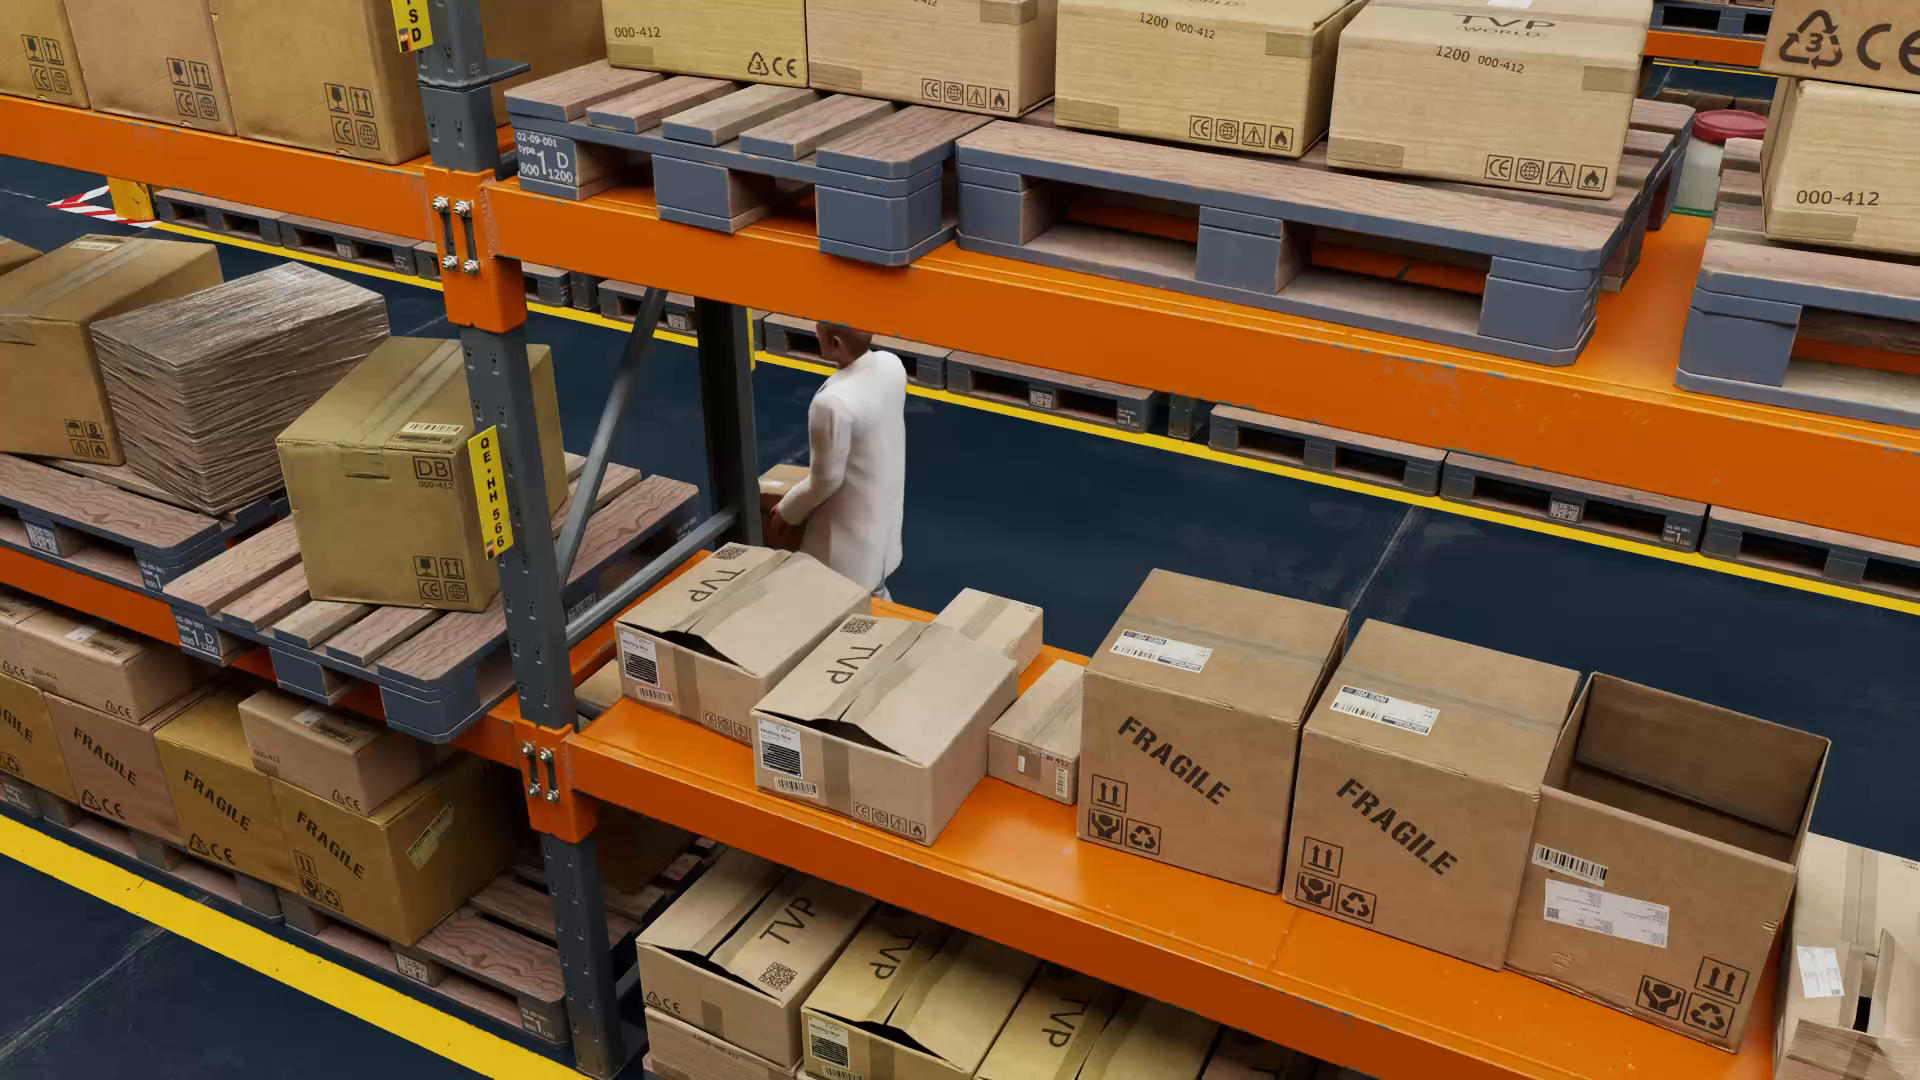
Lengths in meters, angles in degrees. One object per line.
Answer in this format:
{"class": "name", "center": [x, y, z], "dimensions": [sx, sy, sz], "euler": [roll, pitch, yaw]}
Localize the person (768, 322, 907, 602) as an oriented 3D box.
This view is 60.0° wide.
{"class": "person", "center": [-0.448, -0.092, 6.298], "dimensions": [0.467, 1.782, 0.575], "euler": [14, 32, 23]}
